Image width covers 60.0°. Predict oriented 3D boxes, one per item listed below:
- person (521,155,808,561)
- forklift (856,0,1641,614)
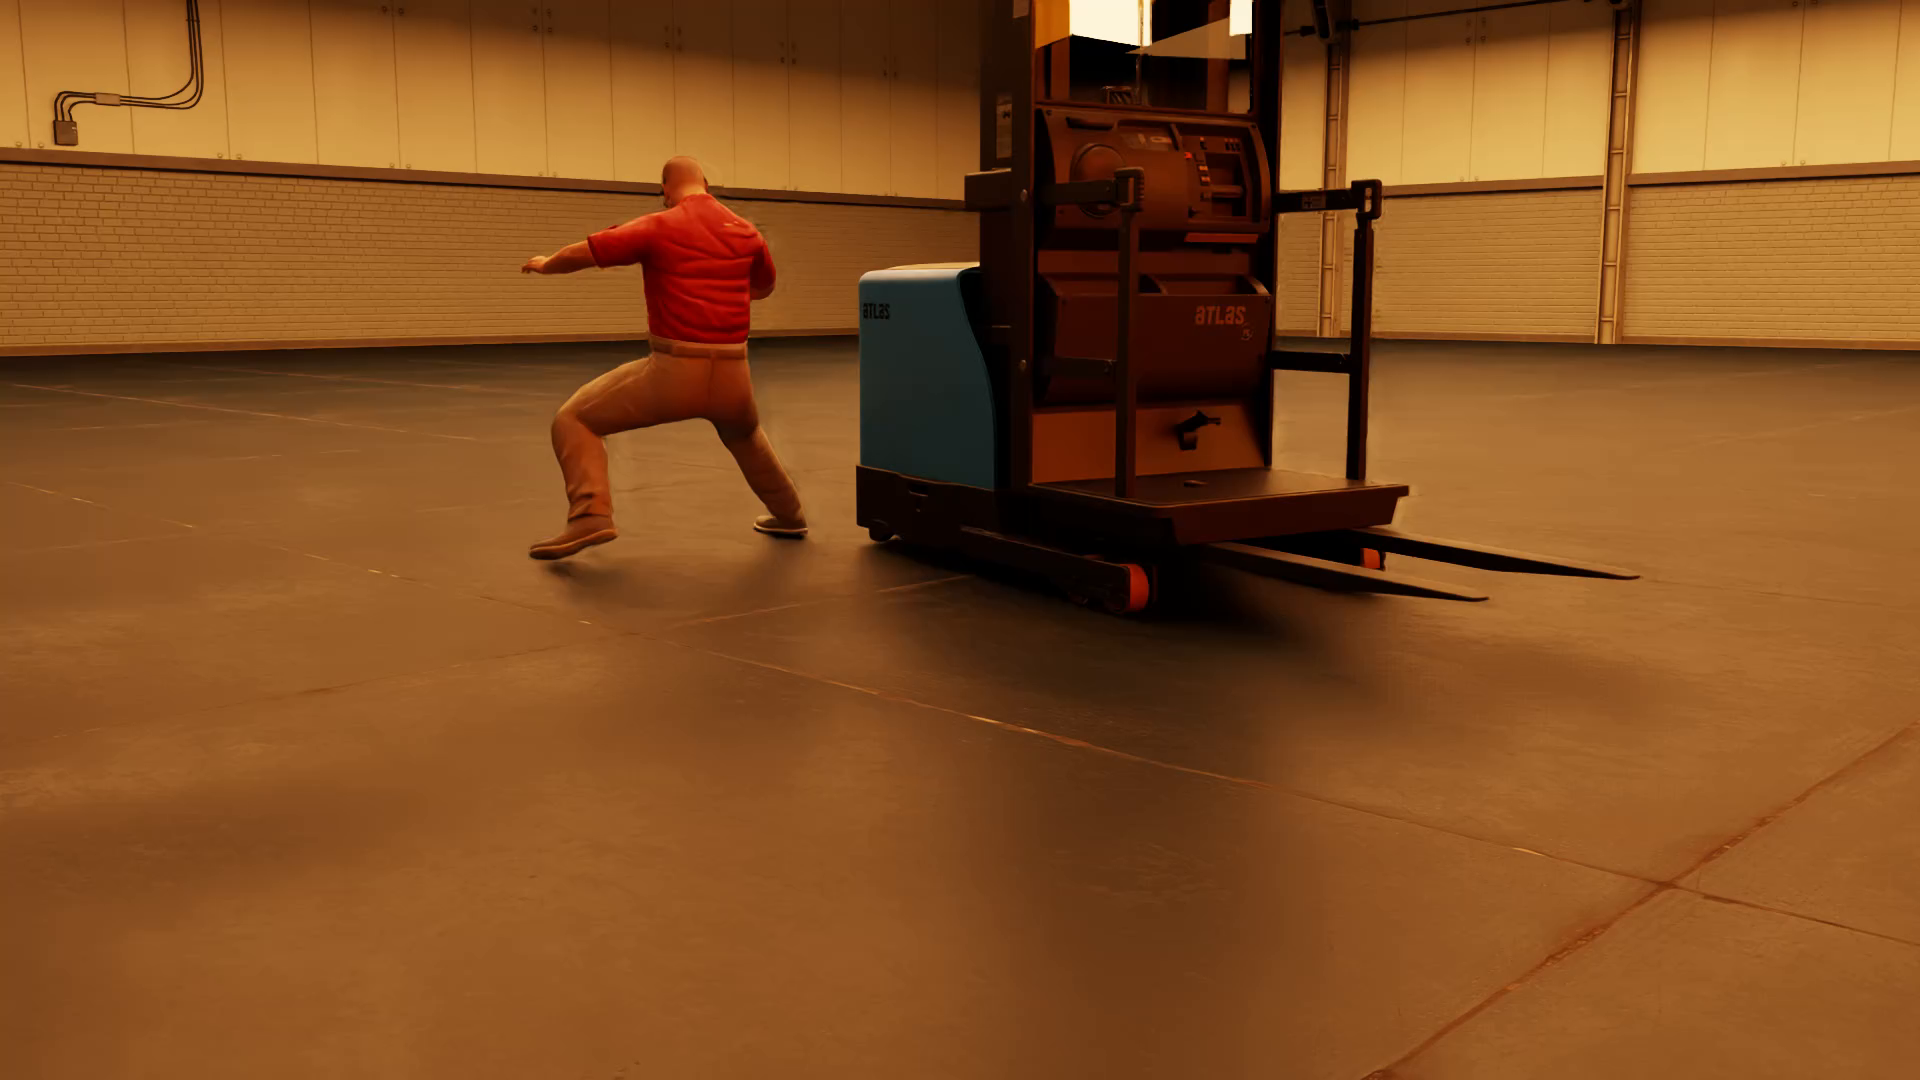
[{"bbox_3d":[-1.113,-0.703,6.350,1.214,1.491,0.672,-5,10,-31],"label":"person"},{"bbox_3d":[0.791,-1.296,5.480,1.130,2.935,3.031,-5,10,-31],"label":"forklift"}]
